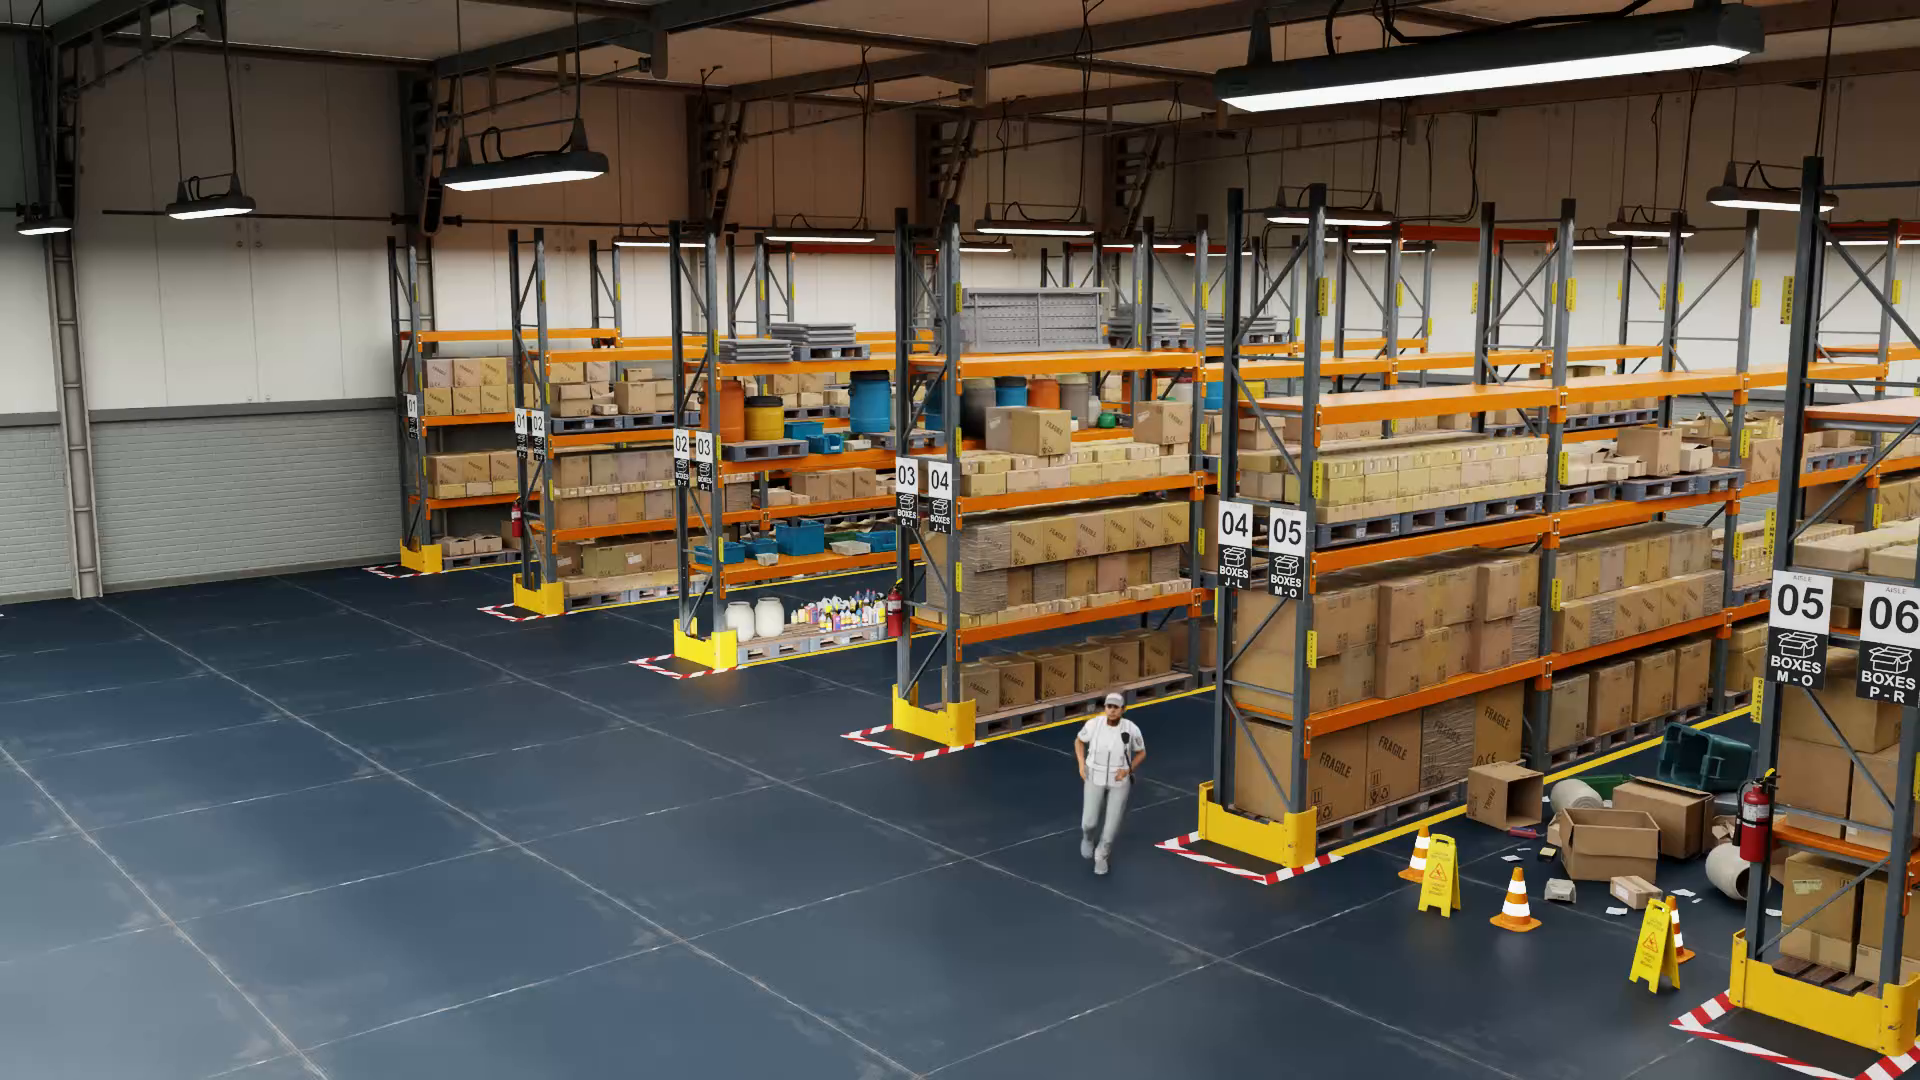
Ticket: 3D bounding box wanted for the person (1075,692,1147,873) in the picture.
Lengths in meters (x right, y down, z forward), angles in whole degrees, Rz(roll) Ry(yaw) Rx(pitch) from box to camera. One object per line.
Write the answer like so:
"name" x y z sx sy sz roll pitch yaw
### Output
"person" 1.316 2.138 14.650 0.637 1.625 0.480 1 9 8
